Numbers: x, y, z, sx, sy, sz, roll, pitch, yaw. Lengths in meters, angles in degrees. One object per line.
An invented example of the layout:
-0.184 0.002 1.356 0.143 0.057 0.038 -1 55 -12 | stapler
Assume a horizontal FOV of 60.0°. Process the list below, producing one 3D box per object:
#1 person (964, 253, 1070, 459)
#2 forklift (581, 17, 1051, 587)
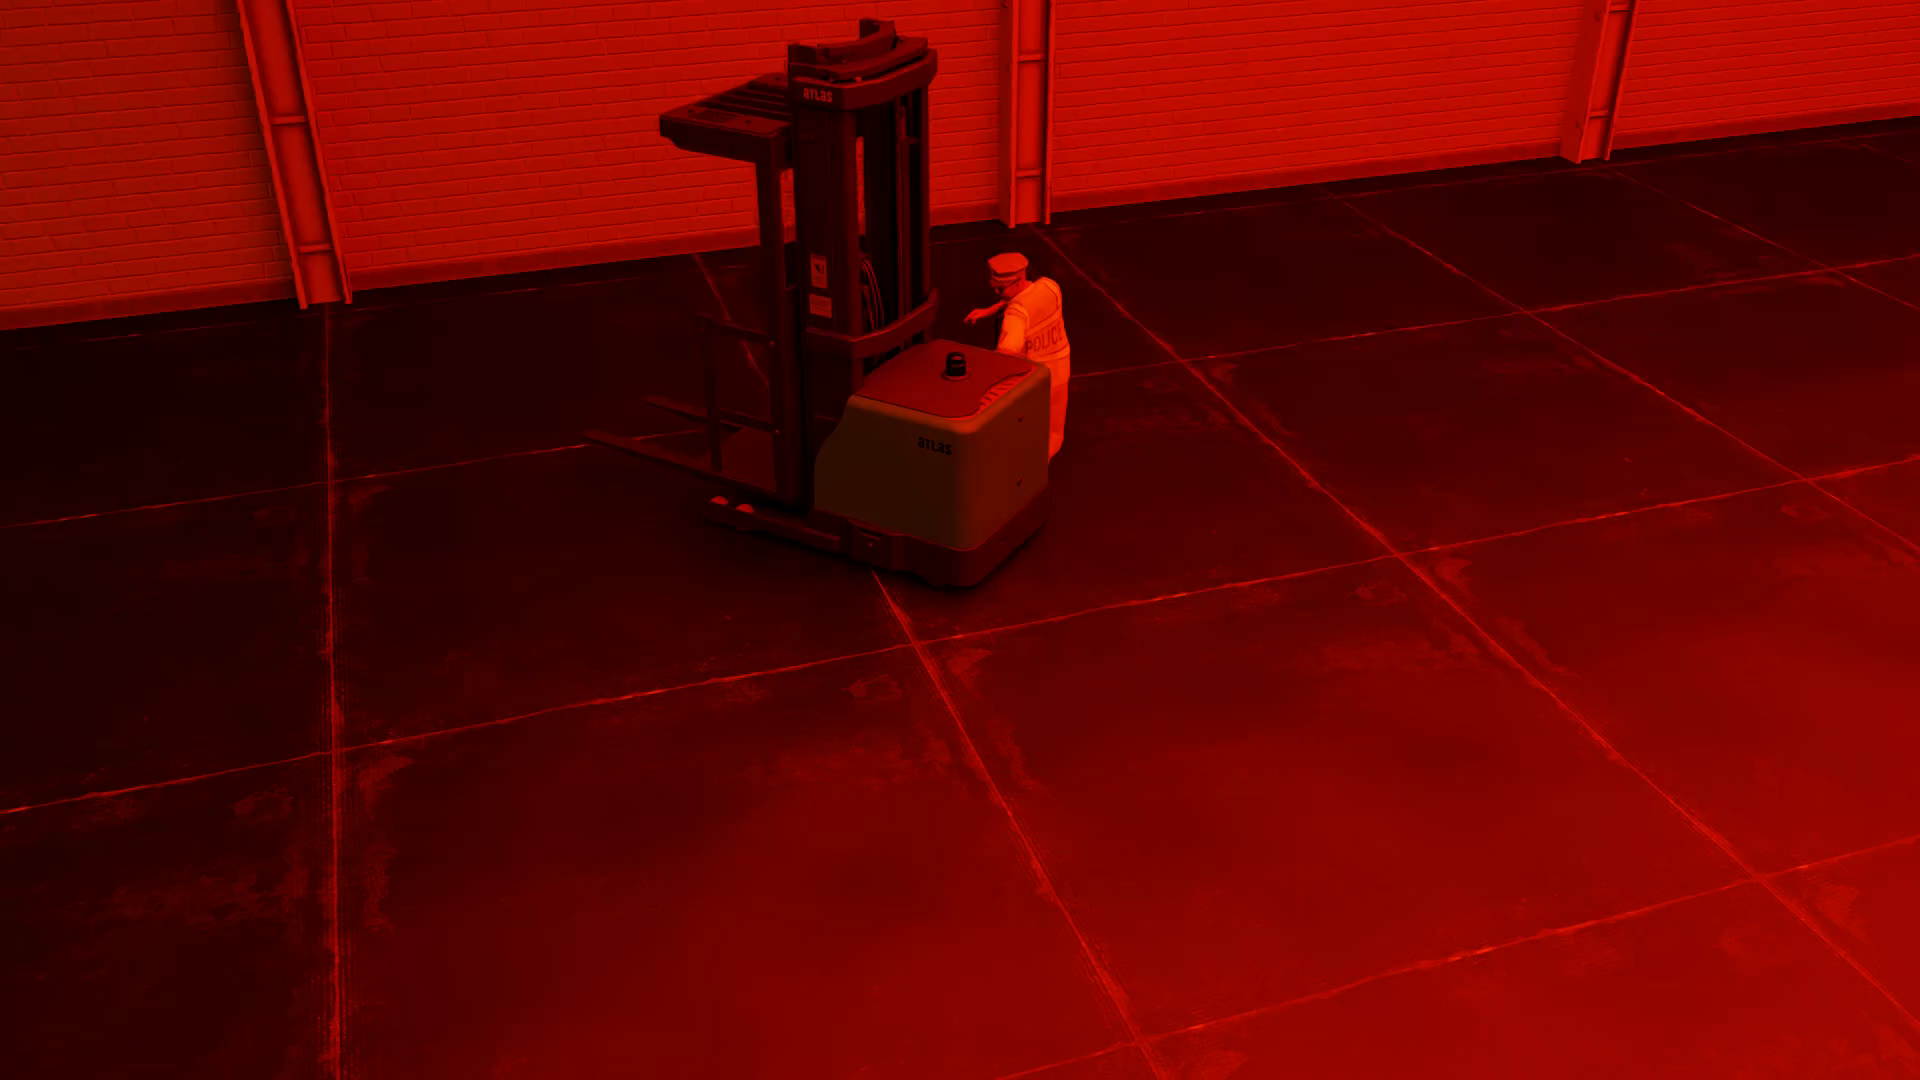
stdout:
0.361 -1.040 10.407 0.682 1.518 0.927 -3 30 -6 | person
-0.987 -1.529 9.745 3.031 2.935 1.130 16 34 26 | forklift
